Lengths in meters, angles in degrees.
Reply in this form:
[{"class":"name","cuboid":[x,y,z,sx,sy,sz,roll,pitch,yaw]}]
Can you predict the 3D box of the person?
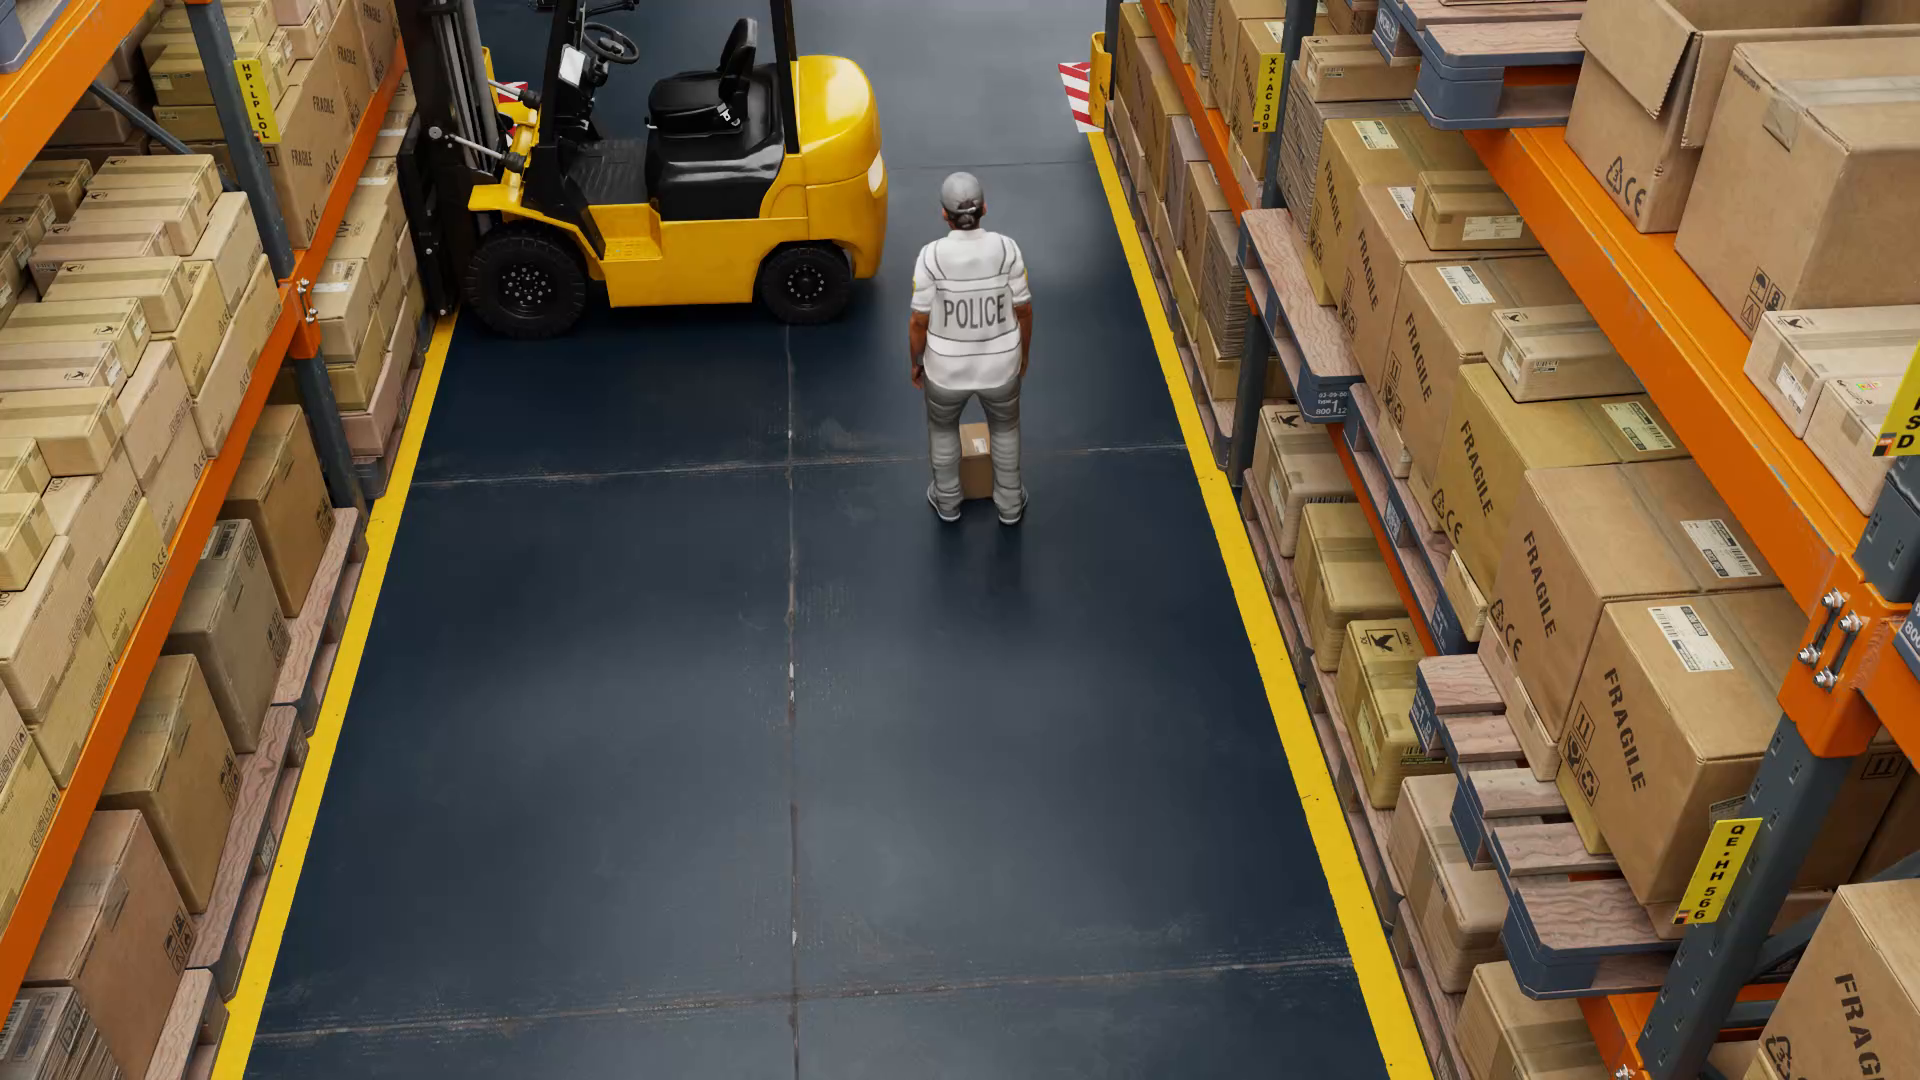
[{"class":"person","cuboid":[0.052,-0.773,7.093,0.548,1.664,0.468,-5,40,-6]}]
